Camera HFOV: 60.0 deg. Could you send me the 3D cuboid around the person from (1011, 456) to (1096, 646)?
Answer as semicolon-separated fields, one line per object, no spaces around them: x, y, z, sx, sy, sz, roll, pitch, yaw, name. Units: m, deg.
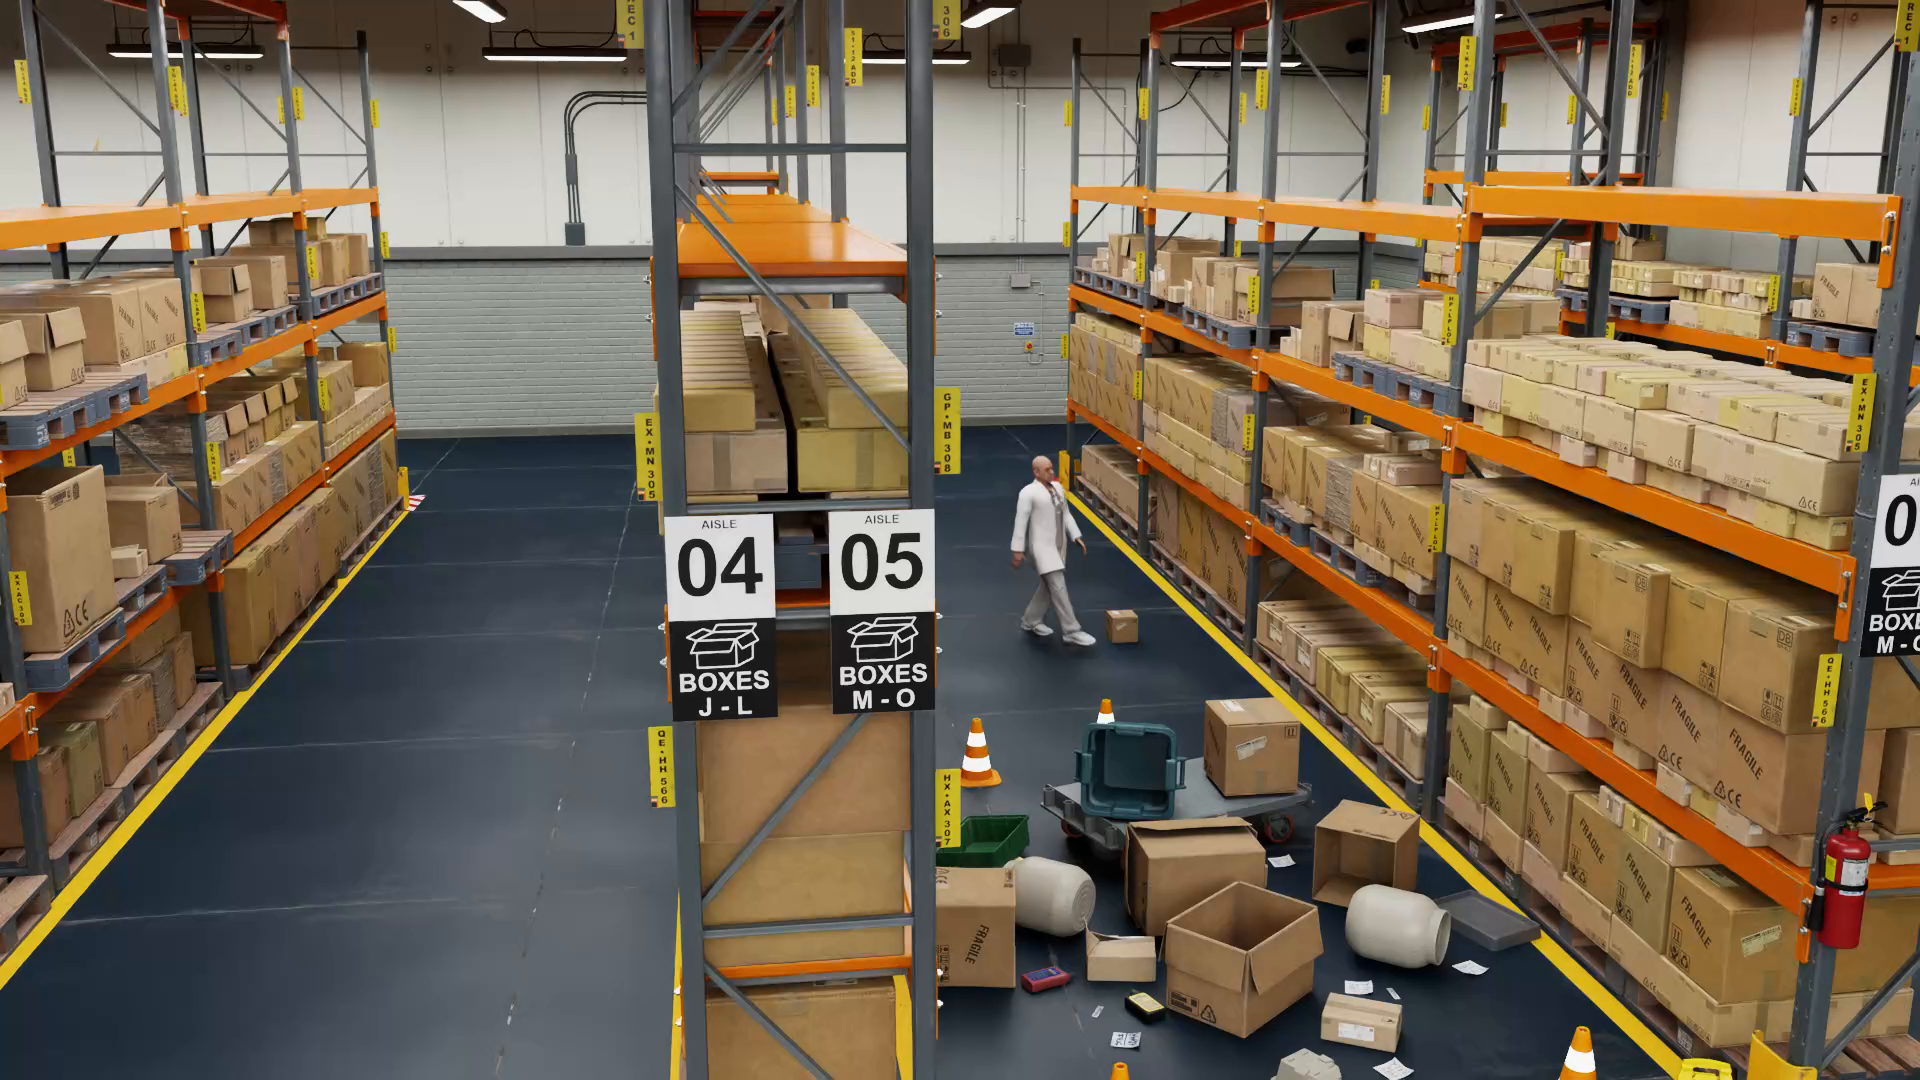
0.949;0.090;15.587;0.946;1.739;0.654;10;16;36;person
